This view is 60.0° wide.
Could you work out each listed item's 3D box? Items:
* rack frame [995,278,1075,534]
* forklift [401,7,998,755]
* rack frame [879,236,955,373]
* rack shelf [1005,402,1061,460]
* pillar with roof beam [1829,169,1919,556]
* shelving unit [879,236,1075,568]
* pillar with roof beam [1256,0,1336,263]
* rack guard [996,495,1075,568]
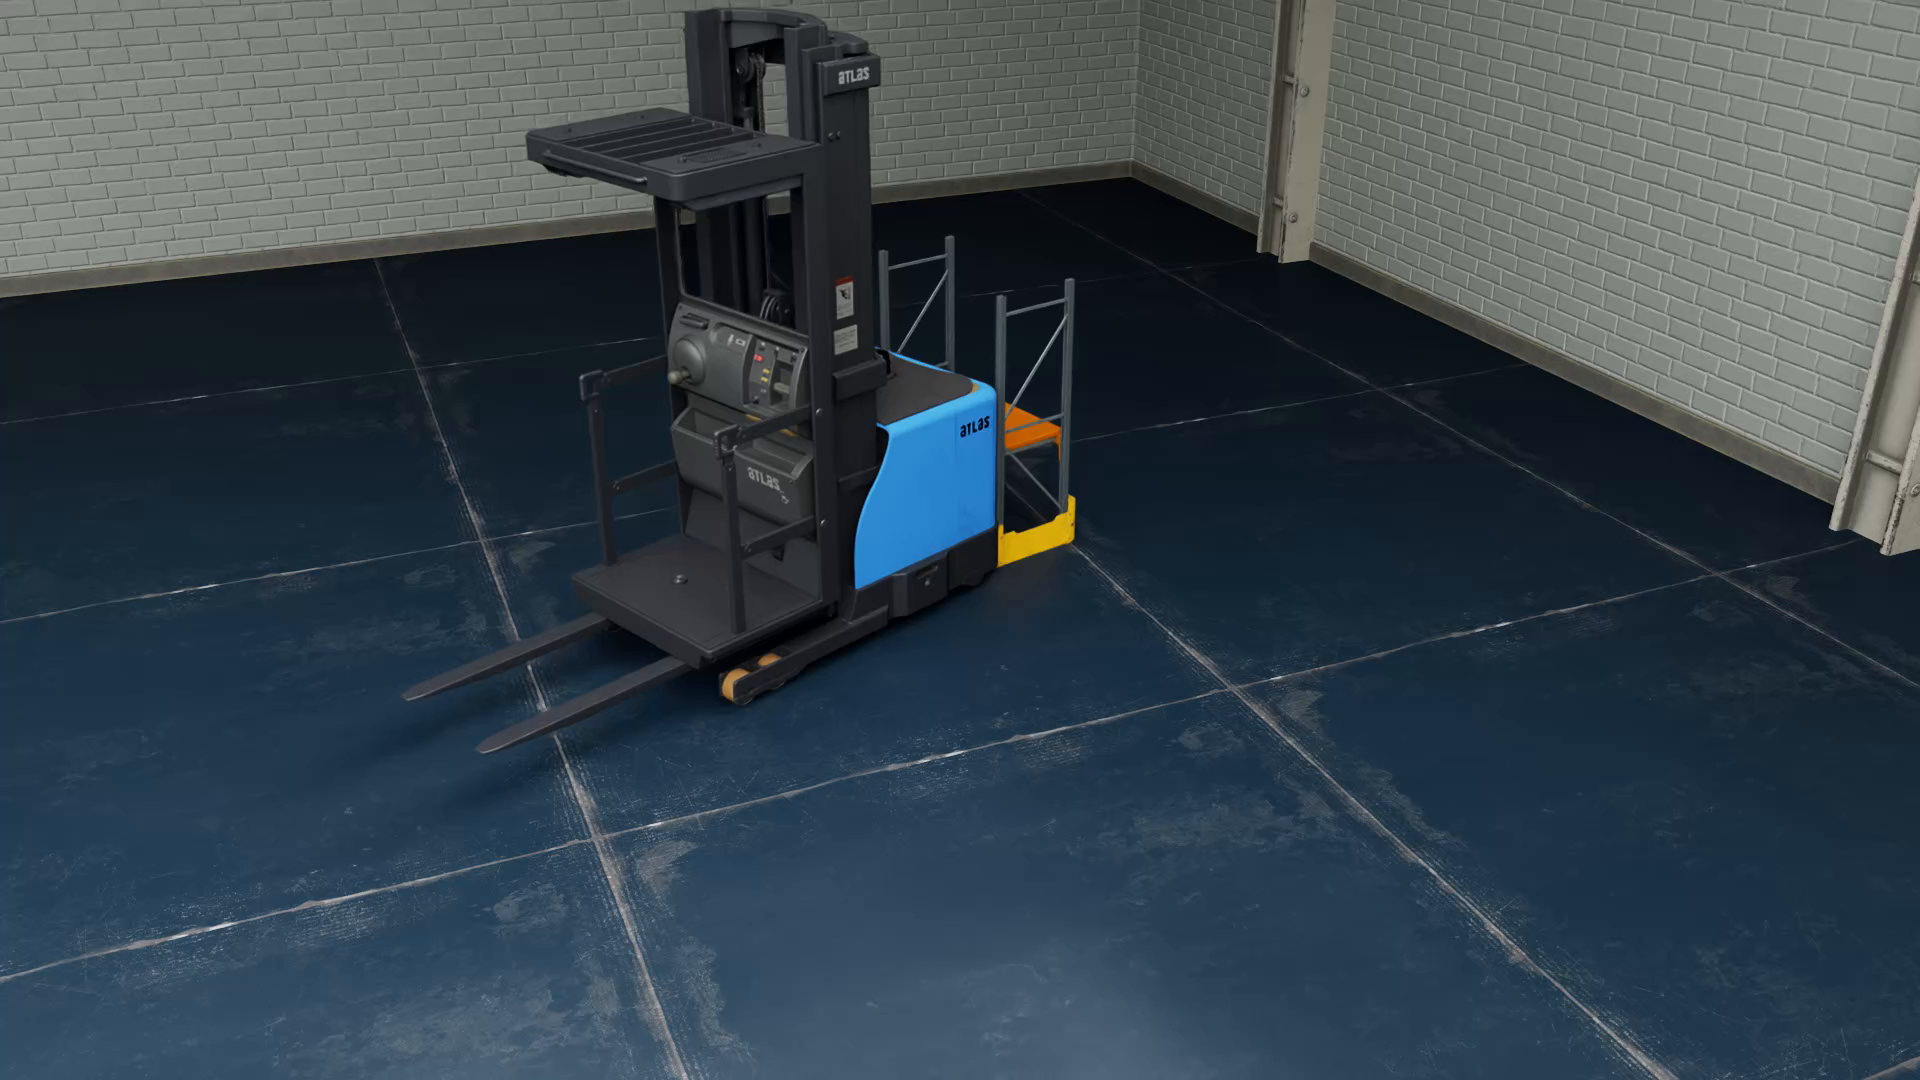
[{"bbox_3d":[0.388,-0.611,8.793,0.500,1.500,0.032,-19,32,-34],"label":"rack frame"},{"bbox_3d":[-1.180,-0.808,7.563,1.130,2.935,3.031,23,34,38],"label":"forklift"},{"bbox_3d":[-0.238,-0.963,9.513,0.500,1.500,0.032,-19,32,-34],"label":"rack frame"},{"bbox_3d":[0.075,-0.626,9.232,0.538,0.185,1.000,-19,32,-34],"label":"rack shelf"},{"bbox_3d":[1.164,-3.323,5.800,9.100,9.000,0.400,-11,28,-21],"label":"pillar with roof beam"},{"bbox_3d":[0.081,-0.784,9.146,0.587,1.500,1.083,-19,32,-34],"label":"shelving unit"},{"bbox_3d":[-1.186,-5.746,10.761,9.100,9.000,0.400,-11,28,-21],"label":"pillar with roof beam"},{"bbox_3d":[0.387,-0.050,9.068,0.587,0.250,0.087,-19,32,-34],"label":"rack guard"}]
